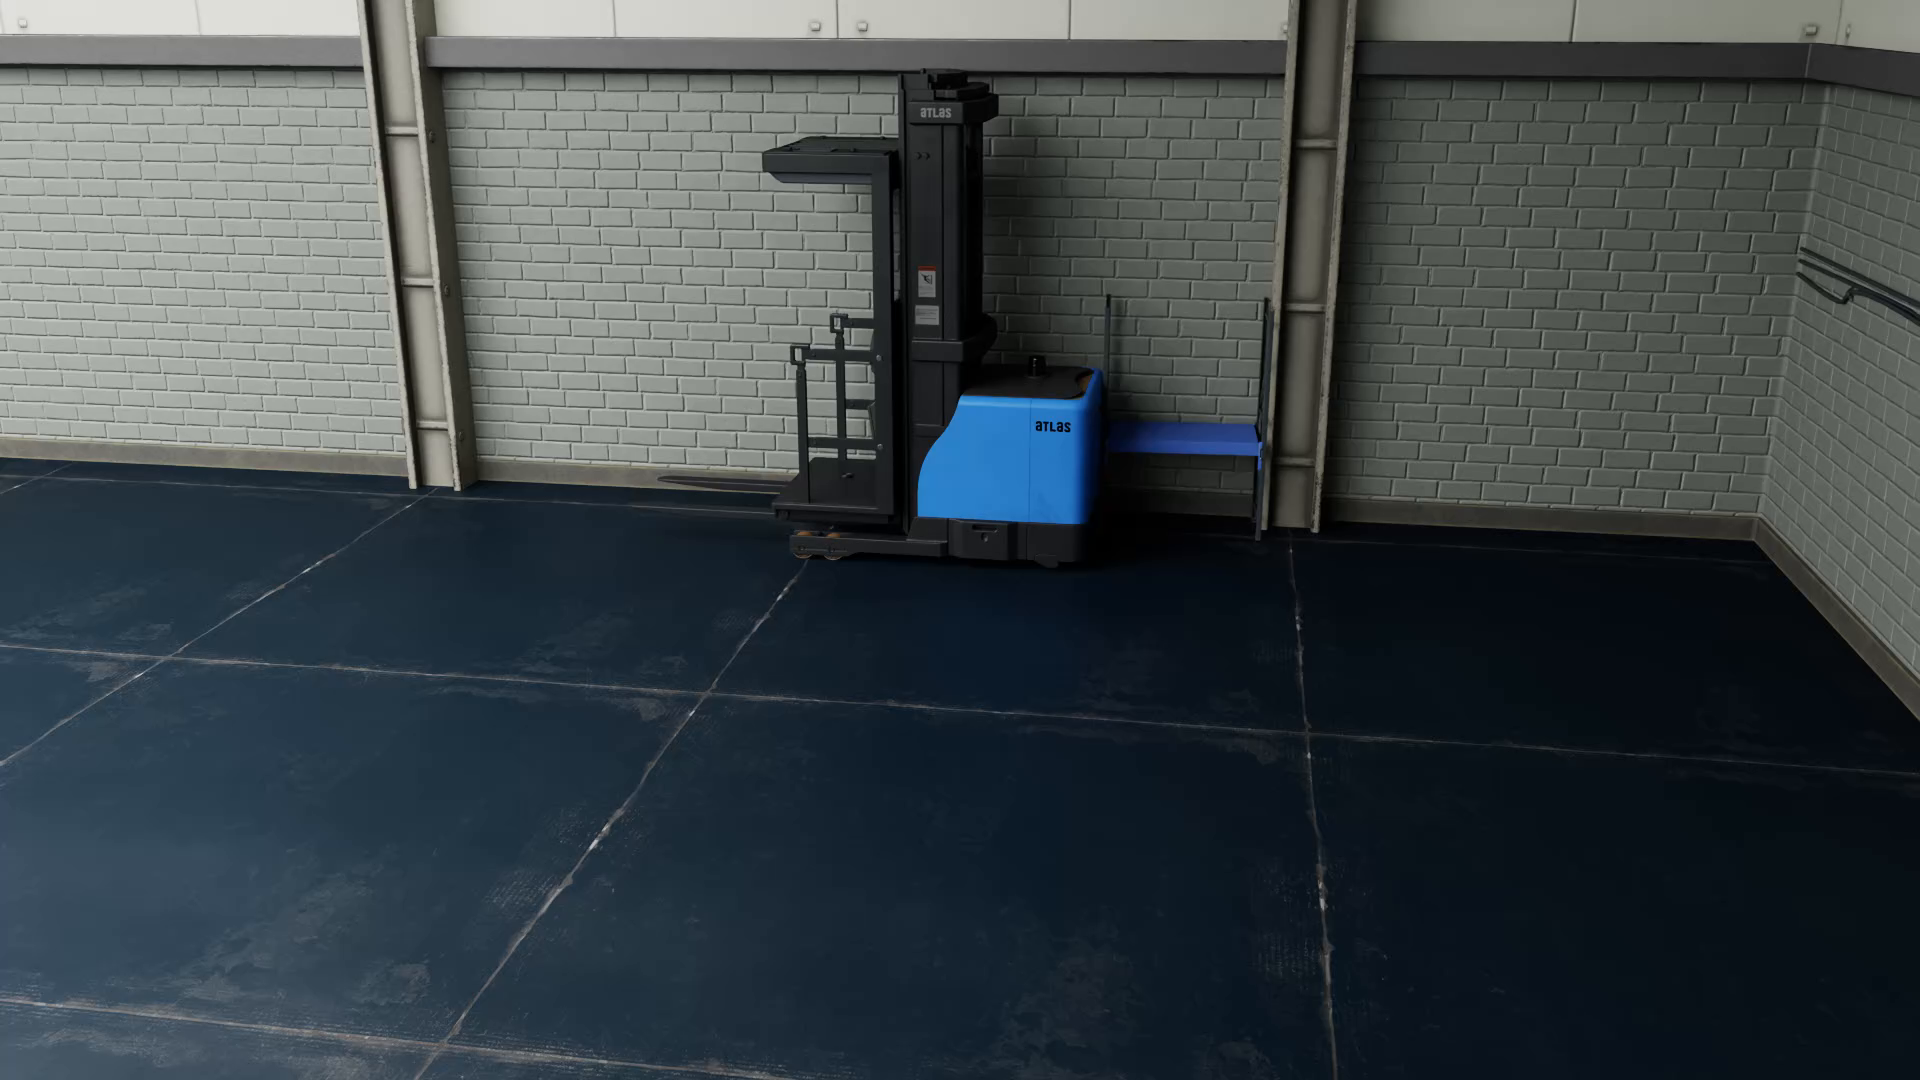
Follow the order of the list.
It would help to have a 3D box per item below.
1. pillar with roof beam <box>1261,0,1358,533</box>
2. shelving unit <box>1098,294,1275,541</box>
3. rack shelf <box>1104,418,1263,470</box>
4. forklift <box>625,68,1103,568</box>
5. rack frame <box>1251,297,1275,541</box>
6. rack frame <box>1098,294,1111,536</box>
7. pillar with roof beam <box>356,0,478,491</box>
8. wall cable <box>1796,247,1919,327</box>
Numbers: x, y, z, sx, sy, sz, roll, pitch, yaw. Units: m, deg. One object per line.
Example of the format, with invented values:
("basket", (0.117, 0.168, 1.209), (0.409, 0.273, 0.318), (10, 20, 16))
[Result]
("pillar with roof beam", (1.515, -3.026, 5.666), (0.400, 9.000, 9.100), (3, 19, 9))
("shelving unit", (1.452, -0.801, 10.820), (1.048, 1.500, 0.538), (2, 19, 6))
("rack shelf", (1.452, -0.631, 10.877), (1.000, 0.185, 0.538), (2, 19, 6))
("forklift", (-0.621, -1.424, 10.439), (3.031, 2.935, 1.130), (3, 19, 9))
("rack frame", (1.958, -0.784, 10.770), (0.032, 1.500, 0.500), (2, 19, 6))
("rack frame", (0.947, -0.819, 10.870), (0.032, 1.500, 0.500), (2, 19, 6))
("pillar with roof beam", (-4.409, -3.328, 6.568), (0.400, 9.000, 9.100), (3, 19, 9))
("wall cable", (4.897, -2.340, 8.508), (0.112, 2.526, 3.097), (3, 19, 9))
